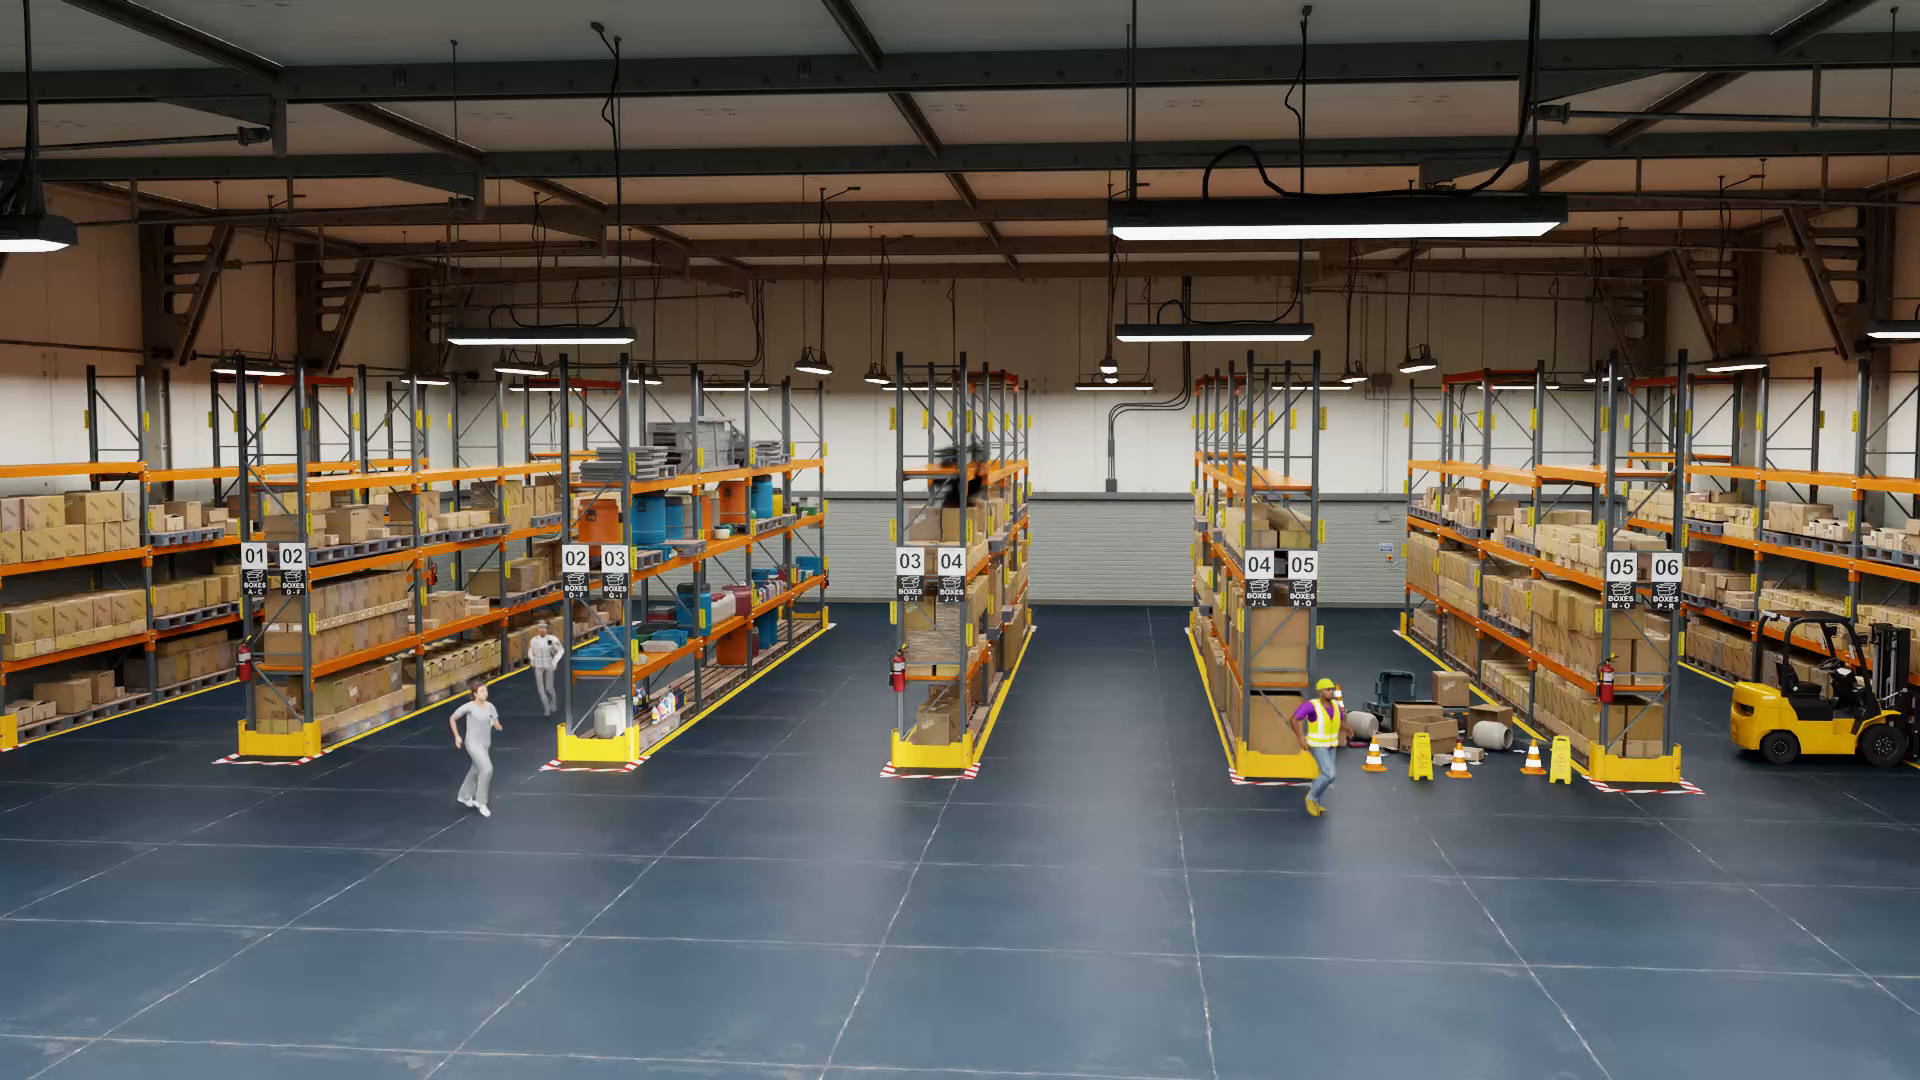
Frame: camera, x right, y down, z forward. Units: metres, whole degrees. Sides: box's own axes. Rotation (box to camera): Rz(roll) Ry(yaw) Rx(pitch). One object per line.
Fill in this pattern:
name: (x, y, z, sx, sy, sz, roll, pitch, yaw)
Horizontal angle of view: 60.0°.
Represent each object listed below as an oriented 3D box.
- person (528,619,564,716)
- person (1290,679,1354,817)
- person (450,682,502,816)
person: (-7.039, 2.169, 28.176, 0.589, 1.648, 0.528, 0, 4, -1)
person: (4.635, 2.629, 21.092, 0.697, 1.750, 0.672, -3, 5, -34)
person: (-6.162, 2.660, 21.258, 0.816, 1.714, 0.528, 2, 5, 29)
